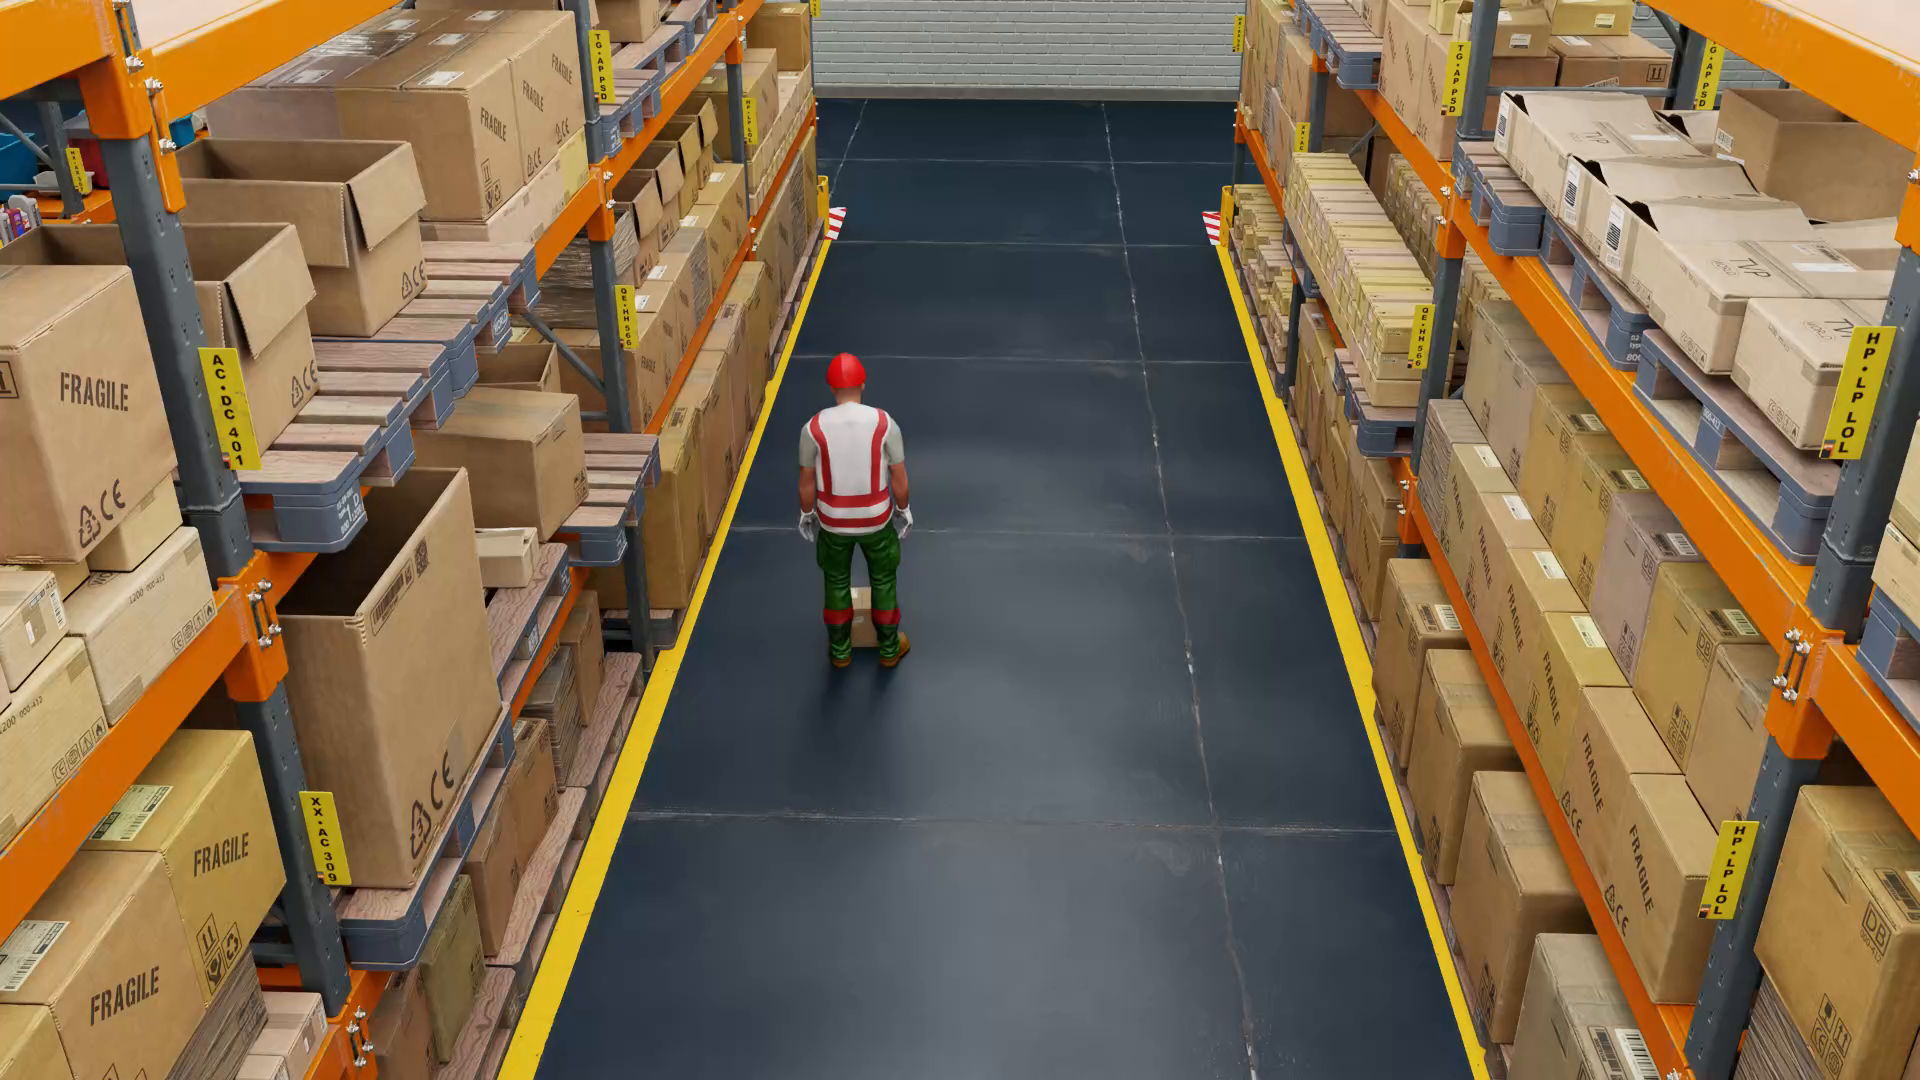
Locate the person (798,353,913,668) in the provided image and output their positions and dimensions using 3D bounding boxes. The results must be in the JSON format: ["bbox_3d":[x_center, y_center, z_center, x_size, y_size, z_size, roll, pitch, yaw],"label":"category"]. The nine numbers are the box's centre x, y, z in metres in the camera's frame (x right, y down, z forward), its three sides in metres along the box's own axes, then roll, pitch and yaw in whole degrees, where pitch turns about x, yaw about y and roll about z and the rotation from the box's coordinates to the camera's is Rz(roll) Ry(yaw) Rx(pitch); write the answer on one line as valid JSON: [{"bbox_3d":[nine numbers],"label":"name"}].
[{"bbox_3d":[-0.557,-0.133,8.859,0.610,1.777,0.451,-1,28,-1],"label":"person"}]
